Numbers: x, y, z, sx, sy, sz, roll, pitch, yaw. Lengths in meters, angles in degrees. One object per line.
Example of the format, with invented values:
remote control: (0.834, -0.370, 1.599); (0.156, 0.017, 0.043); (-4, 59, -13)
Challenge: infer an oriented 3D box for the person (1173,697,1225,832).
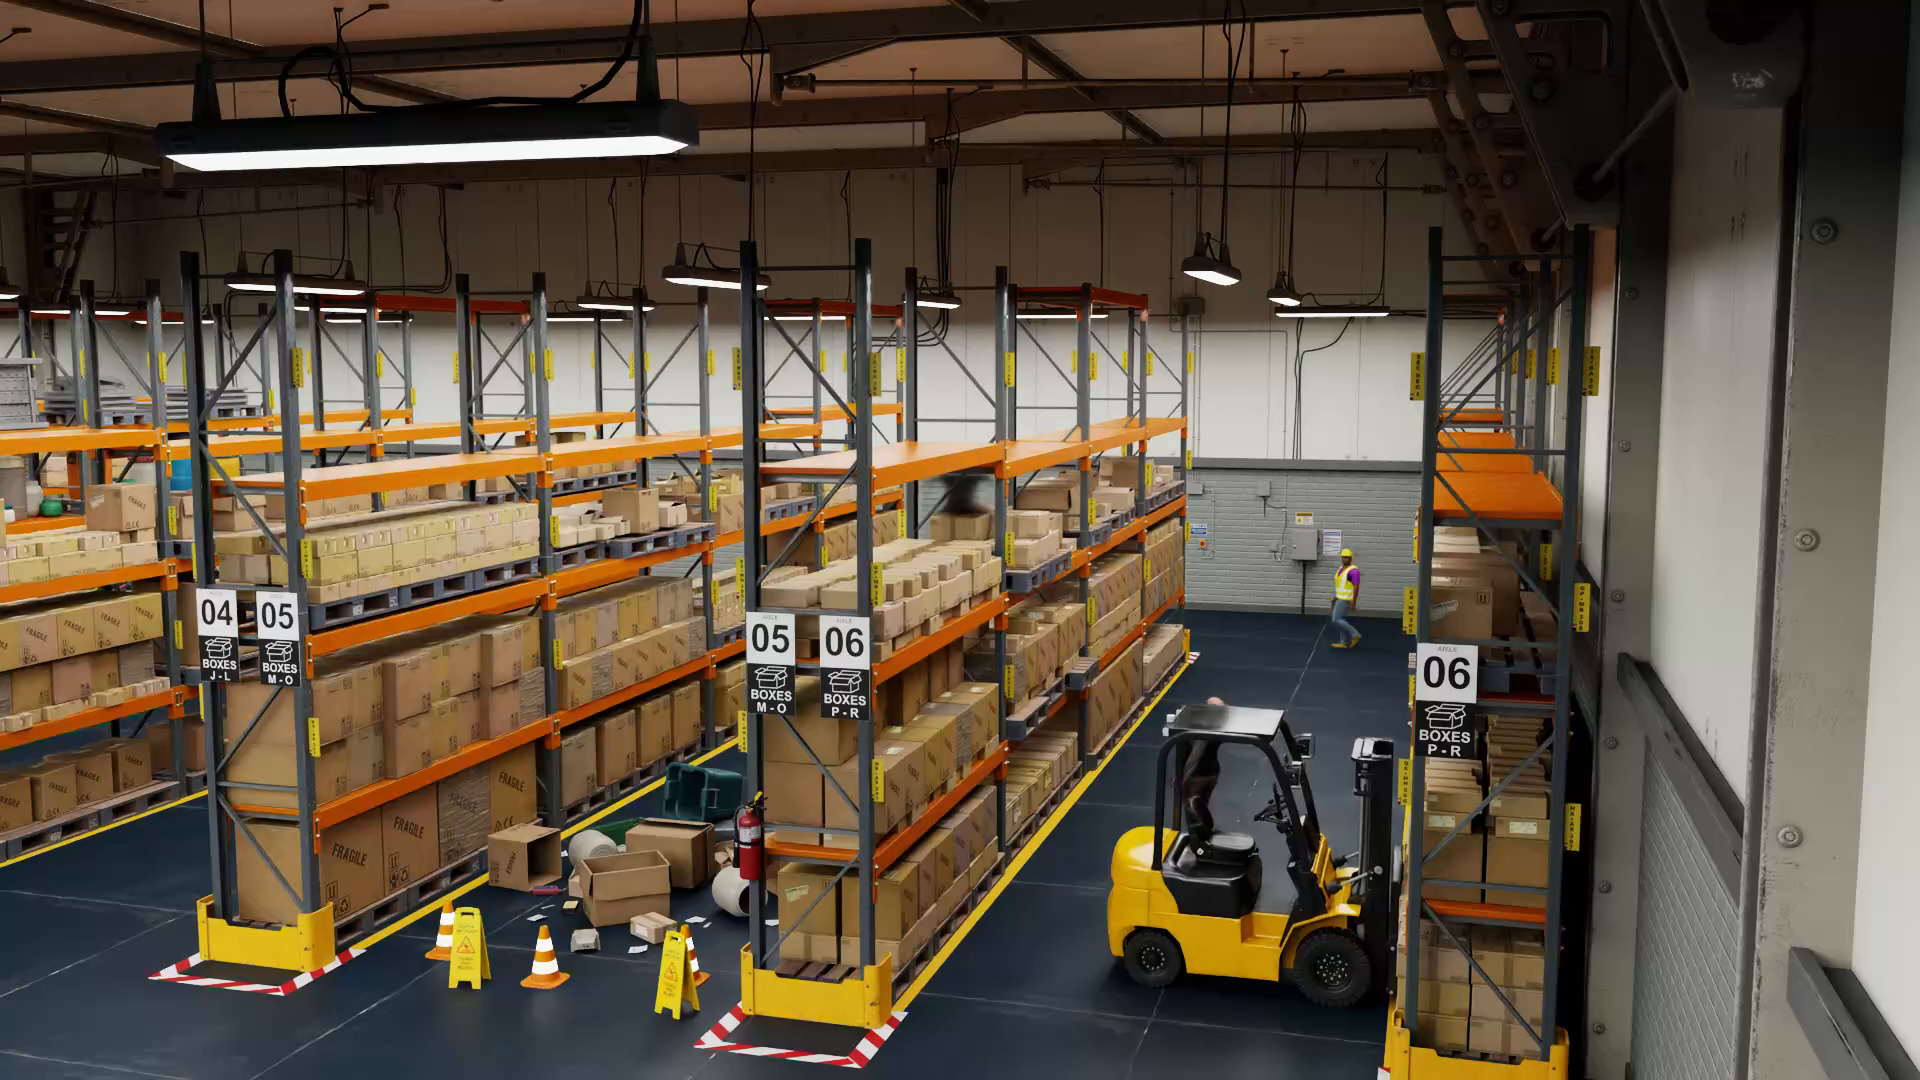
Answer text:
person: (2.427, 2.450, 16.953); (0.606, 1.731, 0.504); (-5, 8, -37)

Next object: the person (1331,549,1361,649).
person: (6.757, 1.027, 29.076); (0.530, 1.754, 0.511); (1, 7, 11)
